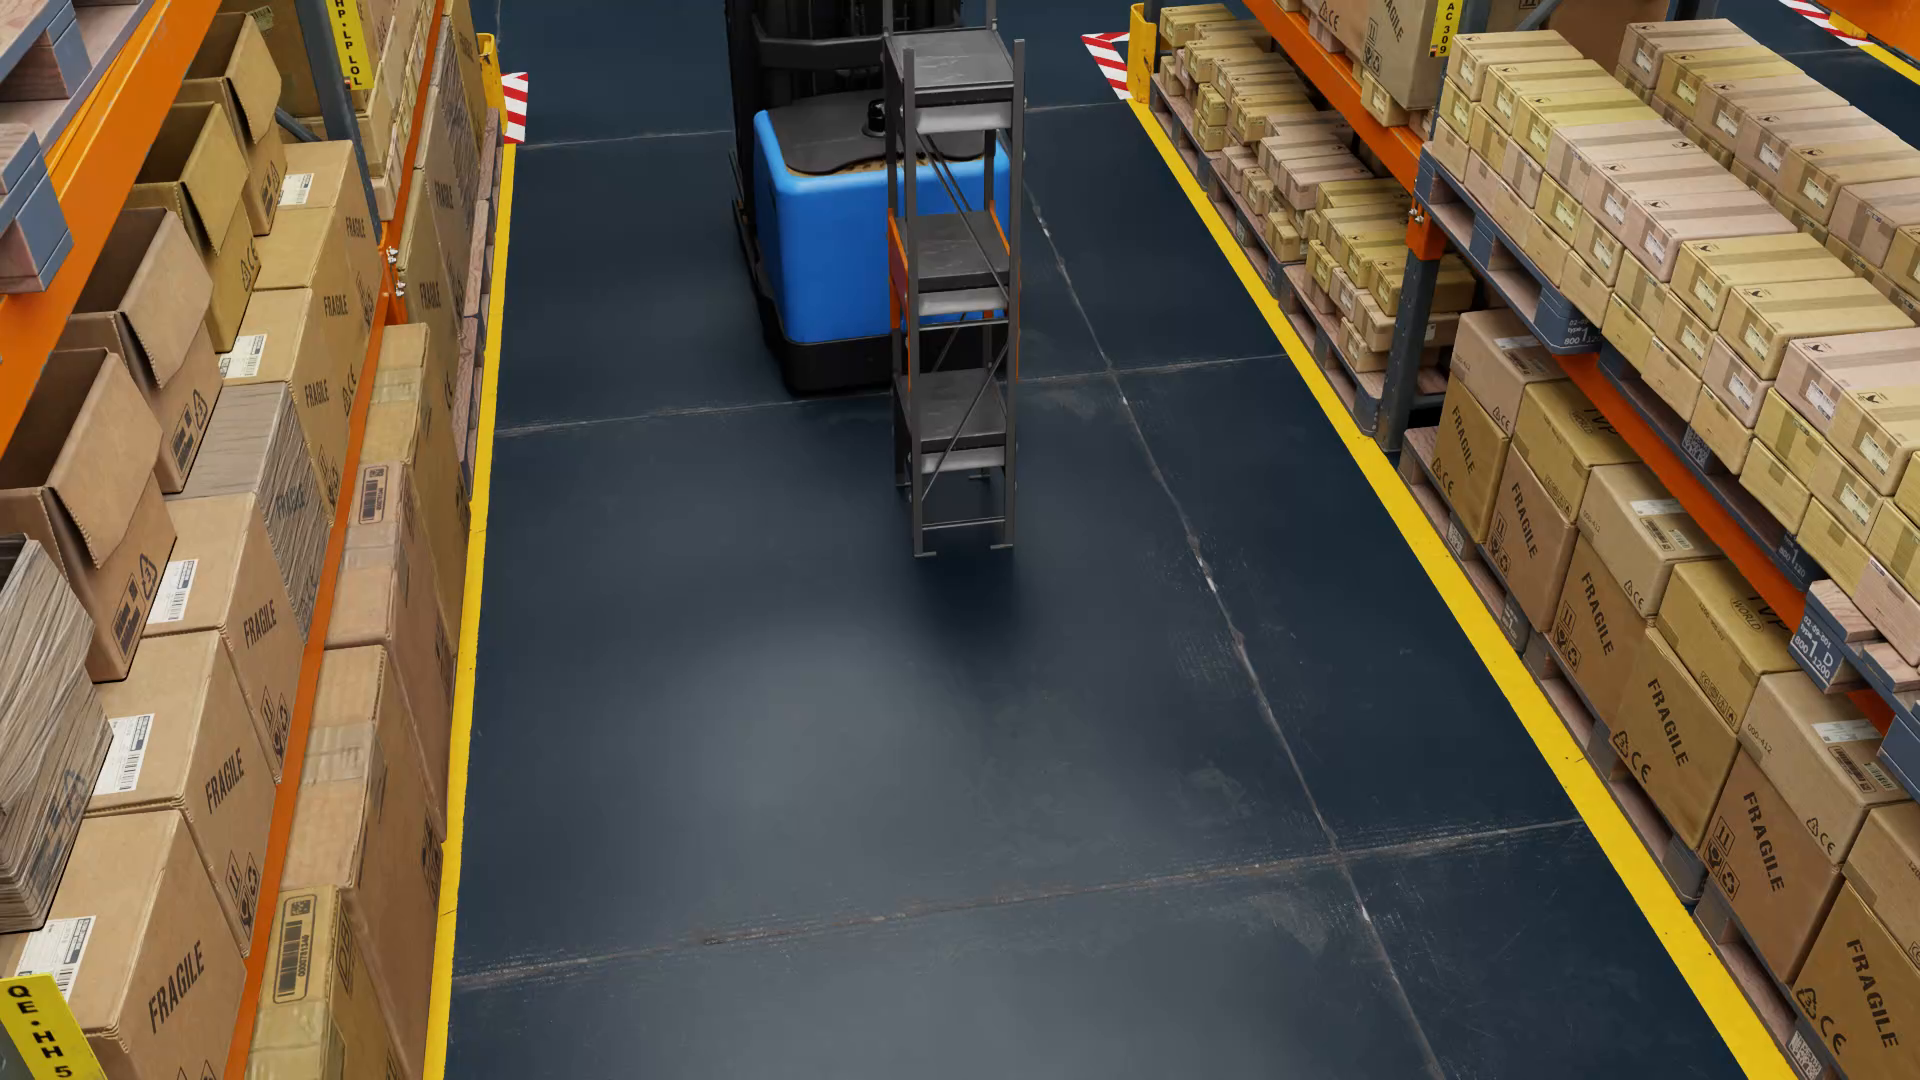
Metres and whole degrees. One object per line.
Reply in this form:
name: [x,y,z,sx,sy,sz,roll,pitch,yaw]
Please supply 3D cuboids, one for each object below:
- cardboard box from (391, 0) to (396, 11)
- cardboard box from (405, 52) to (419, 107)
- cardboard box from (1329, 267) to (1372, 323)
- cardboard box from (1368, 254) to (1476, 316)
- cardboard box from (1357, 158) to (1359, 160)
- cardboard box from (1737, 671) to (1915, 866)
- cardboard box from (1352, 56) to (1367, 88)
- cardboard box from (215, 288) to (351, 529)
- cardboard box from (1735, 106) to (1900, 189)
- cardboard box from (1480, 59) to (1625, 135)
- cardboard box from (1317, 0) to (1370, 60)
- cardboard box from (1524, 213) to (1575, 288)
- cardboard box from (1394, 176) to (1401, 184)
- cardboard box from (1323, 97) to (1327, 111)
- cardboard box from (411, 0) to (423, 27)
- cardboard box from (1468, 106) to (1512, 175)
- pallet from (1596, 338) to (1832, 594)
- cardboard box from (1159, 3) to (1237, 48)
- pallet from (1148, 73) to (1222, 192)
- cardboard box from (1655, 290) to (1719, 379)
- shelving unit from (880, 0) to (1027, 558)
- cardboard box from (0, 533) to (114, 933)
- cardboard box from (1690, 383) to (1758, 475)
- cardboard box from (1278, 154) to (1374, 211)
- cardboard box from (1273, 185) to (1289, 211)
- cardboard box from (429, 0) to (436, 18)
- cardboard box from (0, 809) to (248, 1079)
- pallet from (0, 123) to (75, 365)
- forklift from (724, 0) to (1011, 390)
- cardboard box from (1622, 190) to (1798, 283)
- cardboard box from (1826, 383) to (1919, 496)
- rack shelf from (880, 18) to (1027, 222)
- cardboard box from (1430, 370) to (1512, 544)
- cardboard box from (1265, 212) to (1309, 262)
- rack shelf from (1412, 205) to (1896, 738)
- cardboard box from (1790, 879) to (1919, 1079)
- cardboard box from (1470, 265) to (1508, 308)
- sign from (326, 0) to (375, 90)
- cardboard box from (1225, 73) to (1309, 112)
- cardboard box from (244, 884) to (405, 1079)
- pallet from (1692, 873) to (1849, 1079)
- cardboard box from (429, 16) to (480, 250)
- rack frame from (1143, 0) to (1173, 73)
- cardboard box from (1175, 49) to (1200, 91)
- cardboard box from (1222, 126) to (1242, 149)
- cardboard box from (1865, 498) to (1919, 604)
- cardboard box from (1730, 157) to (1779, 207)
cardboard box: [-2.585,-2.458,6.738,0.500,0.500,0.500,-7,38,-9]
cardboard box: [-2.488,-1.921,6.983,0.380,0.149,0.250,-7,38,-9]
cardboard box: [1.895,-1.123,7.490,0.380,0.149,0.250,-8,39,-10]
cardboard box: [2.004,-1.110,7.230,0.380,0.149,0.250,-5,38,-7]
cardboard box: [2.216,-2.033,8.903,0.380,0.149,0.250,-6,38,-7]
cardboard box: [2.547,0.605,4.611,0.500,0.250,0.500,-6,38,-7]
cardboard box: [1.902,-2.008,7.094,0.380,0.149,0.250,-5,38,-6]
cardboard box: [-2.049,-0.347,4.670,0.500,0.500,0.500,-7,38,-8]
cardboard box: [2.723,-1.251,5.293,0.380,0.149,0.250,-6,38,-8]
cardboard box: [1.994,-1.494,5.606,0.380,0.149,0.250,-5,38,-7]
cardboard box: [1.870,-2.380,7.045,0.500,0.500,0.500,-7,38,-9]
cardboard box: [2.076,-0.957,5.399,0.380,0.149,0.250,-6,38,-7]
cardboard box: [2.351,-1.791,8.107,0.380,0.149,0.250,-5,38,-7]
cardboard box: [2.191,-2.308,9.015,0.380,0.149,0.250,-6,38,-7]
cardboard box: [-2.660,-2.457,7.348,0.500,0.250,0.500,-6,38,-8]
cardboard box: [1.986,-1.388,5.712,0.380,0.149,0.250,-7,38,-9]
pallet: [2.637,-0.347,4.908,1.003,0.211,1.213,-6,38,-8]
cardboard box: [1.379,-2.986,9.645,0.380,0.149,0.250,-8,39,-10]
pallet: [1.742,-2.422,9.696,1.003,0.211,1.213,-6,38,-8]
cardboard box: [2.215,-0.600,4.697,0.380,0.149,0.250,-7,38,-9]
shelving unit: [-0.029,-0.929,6.235,0.431,2.100,0.503,-6,38,-8]
cardboard box: [-1.989,0.362,2.940,0.797,0.503,0.637,-5,38,-6]
cardboard box: [2.265,-0.322,4.582,0.380,0.149,0.250,-5,38,-7]
cardboard box: [1.763,-1.728,8.026,0.380,0.149,0.250,-8,39,-10]
cardboard box: [1.792,-1.761,8.311,0.380,0.149,0.250,-8,39,-10]
cardboard box: [-2.666,-2.539,7.778,0.380,0.149,0.250,-6,38,-8]
cardboard box: [-1.694,0.878,3.093,0.500,0.500,0.500,-5,38,-7]
pallet: [-2.042,-0.252,2.339,1.213,0.211,1.003,-5,38,-6]
forklift: [-0.595,-2.715,7.907,1.129,2.867,3.031,-8,39,-10]
cardboard box: [2.167,-0.881,4.817,0.380,0.149,0.250,-5,38,-6]
cardboard box: [2.349,-0.251,4.006,0.380,0.149,0.250,-5,38,-7]
rack shelf: [-0.029,-1.471,5.813,0.431,0.518,0.480,-6,38,-8]
cardboard box: [2.191,-0.352,6.453,0.500,0.500,0.500,-5,38,-6]
cardboard box: [1.737,-1.513,8.234,0.380,0.149,0.250,-6,38,-8]
rack shelf: [2.673,-0.156,5.092,1.077,0.370,4.000,-6,38,-8]
cardboard box: [2.651,1.220,4.430,0.500,0.500,0.500,-6,38,-8]
cardboard box: [2.466,-1.153,7.286,0.380,0.149,0.250,-5,38,-6]
sign: [-2.046,-1.665,5.570,0.100,0.325,0.005,-6,38,-8]
cardboard box: [1.628,-2.357,8.835,0.380,0.149,0.250,-5,38,-6]
cardboard box: [-1.977,1.495,3.770,1.225,0.875,0.875,-8,39,-10]
pallet: [2.889,1.397,4.779,1.003,0.211,1.213,-6,38,-8]
cardboard box: [-2.929,-1.990,8.257,0.875,0.875,0.875,-6,38,-8]
rack frame: [1.622,-4.064,9.536,1.000,3.000,0.127,-6,38,-8]
cardboard box: [1.453,-2.706,9.527,0.380,0.149,0.250,-6,38,-8]
cardboard box: [1.650,-2.144,9.047,0.380,0.149,0.250,-6,38,-8]
cardboard box: [2.392,0.015,3.906,0.380,0.149,0.250,-5,38,-7]
cardboard box: [2.727,-1.139,5.391,0.380,0.149,0.250,-7,38,-9]
